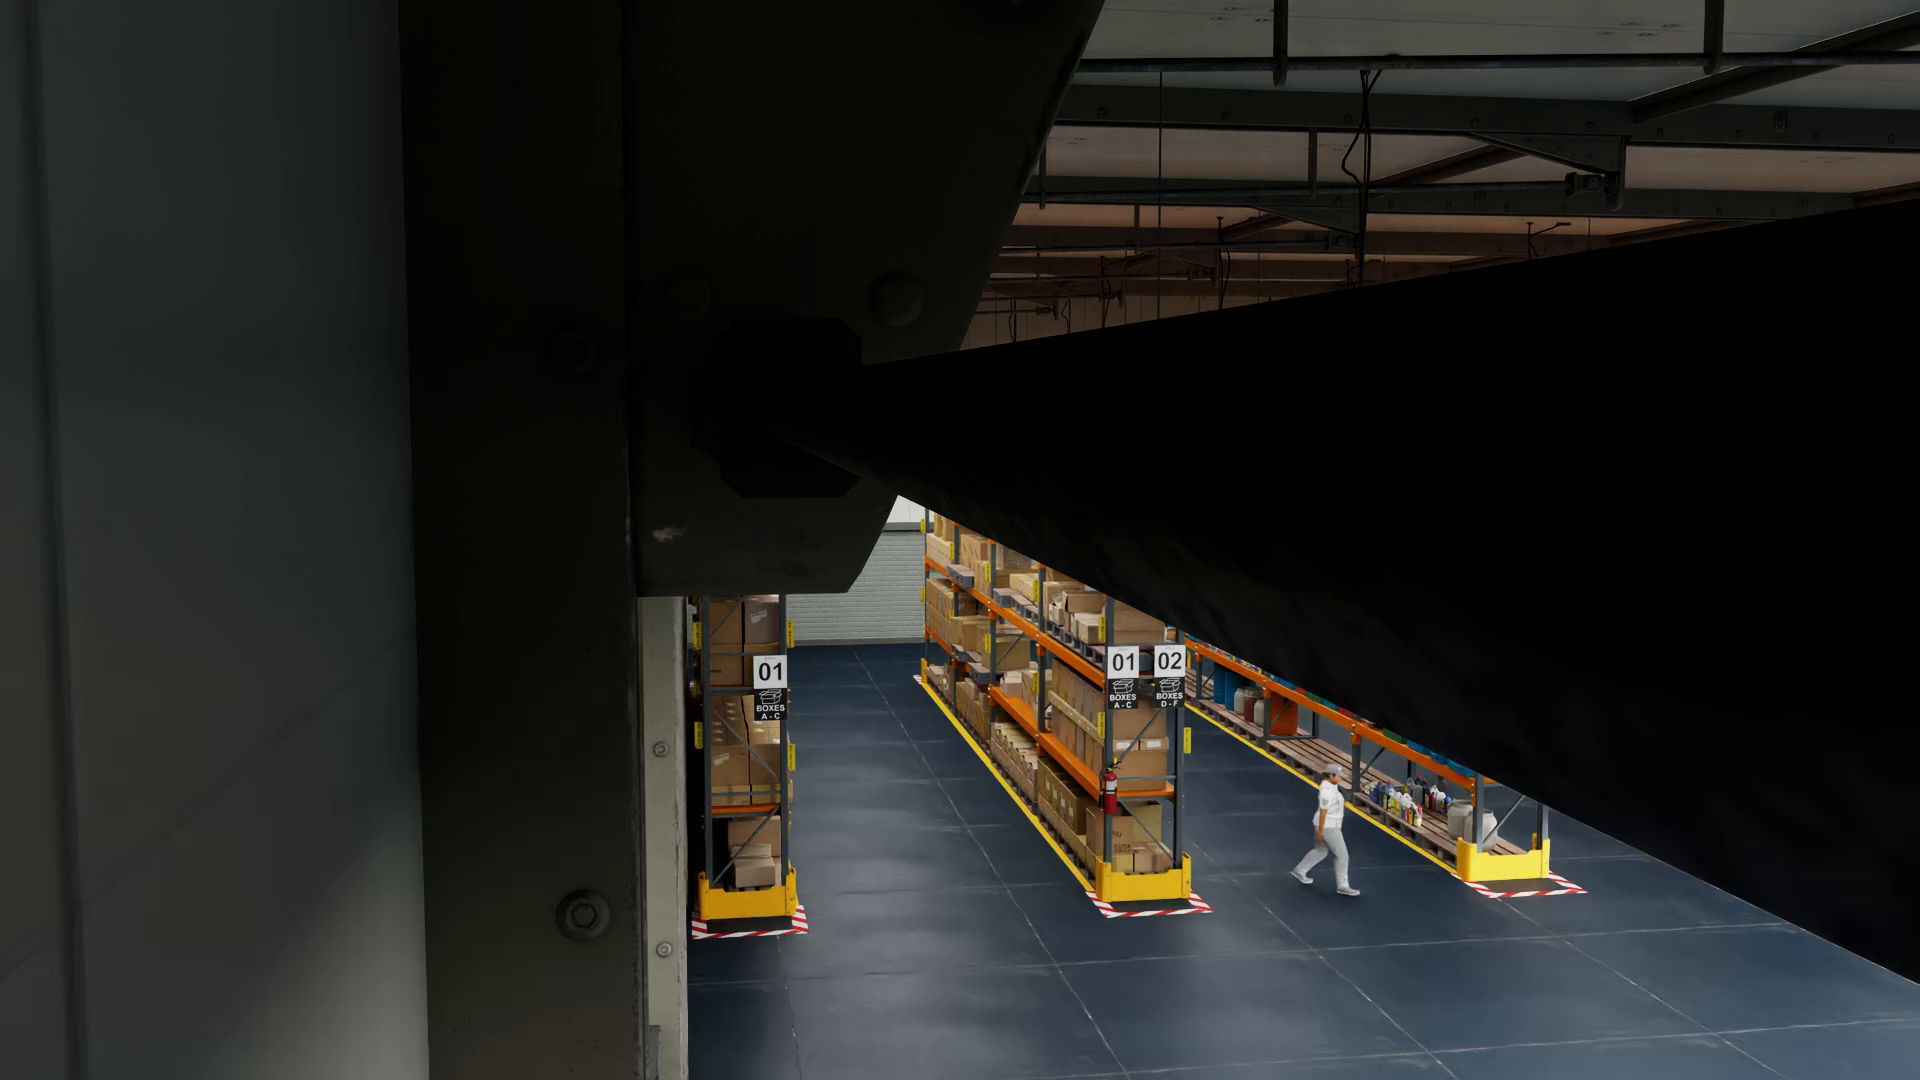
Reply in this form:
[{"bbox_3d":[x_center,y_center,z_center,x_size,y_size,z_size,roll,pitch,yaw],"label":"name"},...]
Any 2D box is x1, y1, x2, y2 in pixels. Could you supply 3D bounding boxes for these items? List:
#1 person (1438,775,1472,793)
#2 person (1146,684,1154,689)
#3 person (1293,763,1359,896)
[{"bbox_3d":[7.908,3.192,26.413,0.499,1.605,1.008,0,5,2],"label":"person"},{"bbox_3d":[3.985,2.368,35.077,0.659,1.637,0.902,-5,7,-45],"label":"person"},{"bbox_3d":[4.674,3.654,21.198,0.788,1.640,0.510,1,5,6],"label":"person"}]
